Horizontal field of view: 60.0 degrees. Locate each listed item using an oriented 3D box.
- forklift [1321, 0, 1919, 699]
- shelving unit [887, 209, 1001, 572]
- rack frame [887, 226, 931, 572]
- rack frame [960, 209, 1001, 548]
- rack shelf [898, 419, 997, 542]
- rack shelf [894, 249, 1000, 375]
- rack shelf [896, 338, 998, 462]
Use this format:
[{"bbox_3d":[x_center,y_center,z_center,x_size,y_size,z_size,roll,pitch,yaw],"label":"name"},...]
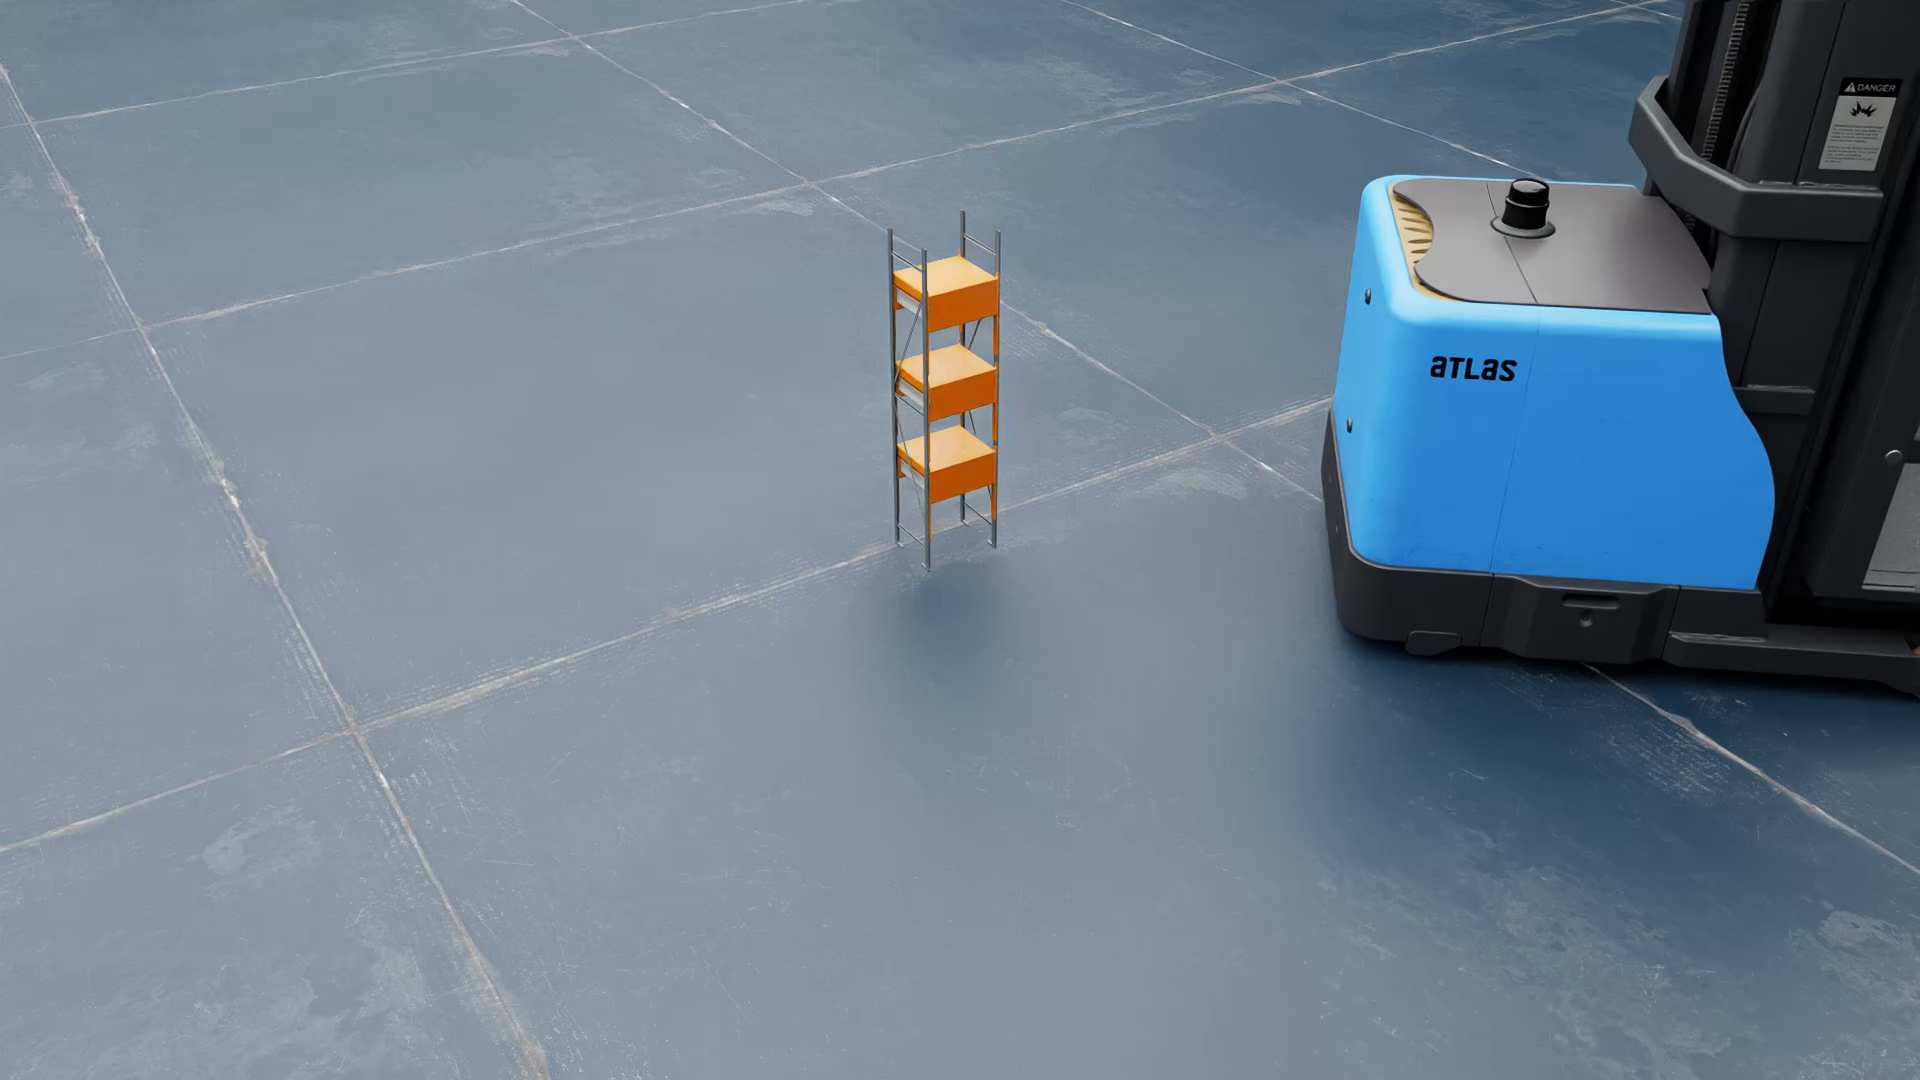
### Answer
[{"bbox_3d":[2.639,-1.083,4.220,3.031,2.935,1.130,4,32,6],"label":"forklift"},{"bbox_3d":[-0.045,-0.429,4.945,0.252,1.050,0.215,-19,37,-27],"label":"shelving unit"},{"bbox_3d":[-0.148,-0.393,4.889,0.008,1.050,0.200,-19,37,-27],"label":"rack frame"},{"bbox_3d":[0.058,-0.464,5.001,0.008,1.050,0.200,-19,37,-27],"label":"rack frame"},{"bbox_3d":[-0.045,-0.185,5.099,0.240,0.259,0.215,-19,37,-27],"label":"rack shelf"},{"bbox_3d":[-0.045,-0.660,4.800,0.240,0.259,0.215,-19,37,-27],"label":"rack shelf"},{"bbox_3d":[-0.045,-0.420,4.951,0.240,0.259,0.215,-19,37,-27],"label":"rack shelf"}]
